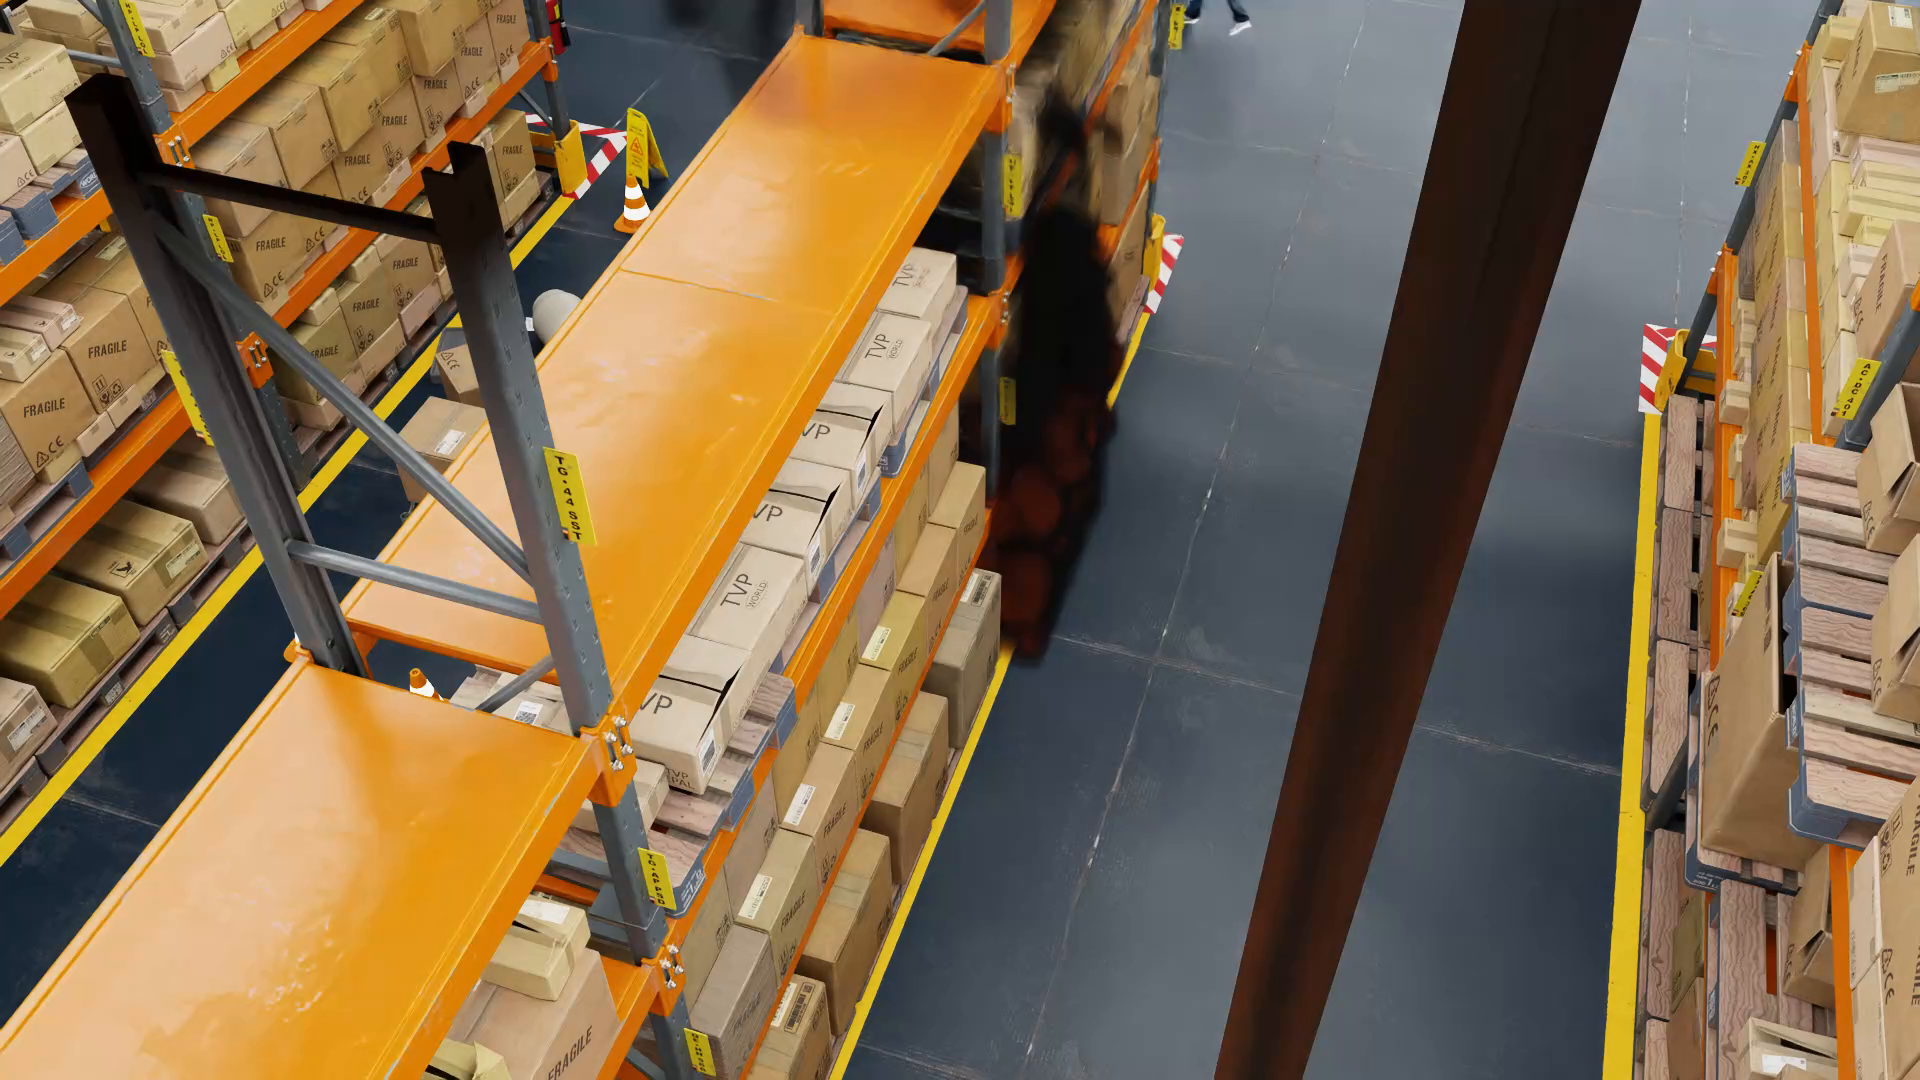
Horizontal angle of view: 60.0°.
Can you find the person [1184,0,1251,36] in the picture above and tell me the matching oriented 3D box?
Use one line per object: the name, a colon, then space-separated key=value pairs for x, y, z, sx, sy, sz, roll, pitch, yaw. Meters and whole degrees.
person: x=2.387 y=-5.376 z=15.271 sx=0.516 sy=1.605 sz=0.855 roll=-30 pitch=53 yaw=-26
